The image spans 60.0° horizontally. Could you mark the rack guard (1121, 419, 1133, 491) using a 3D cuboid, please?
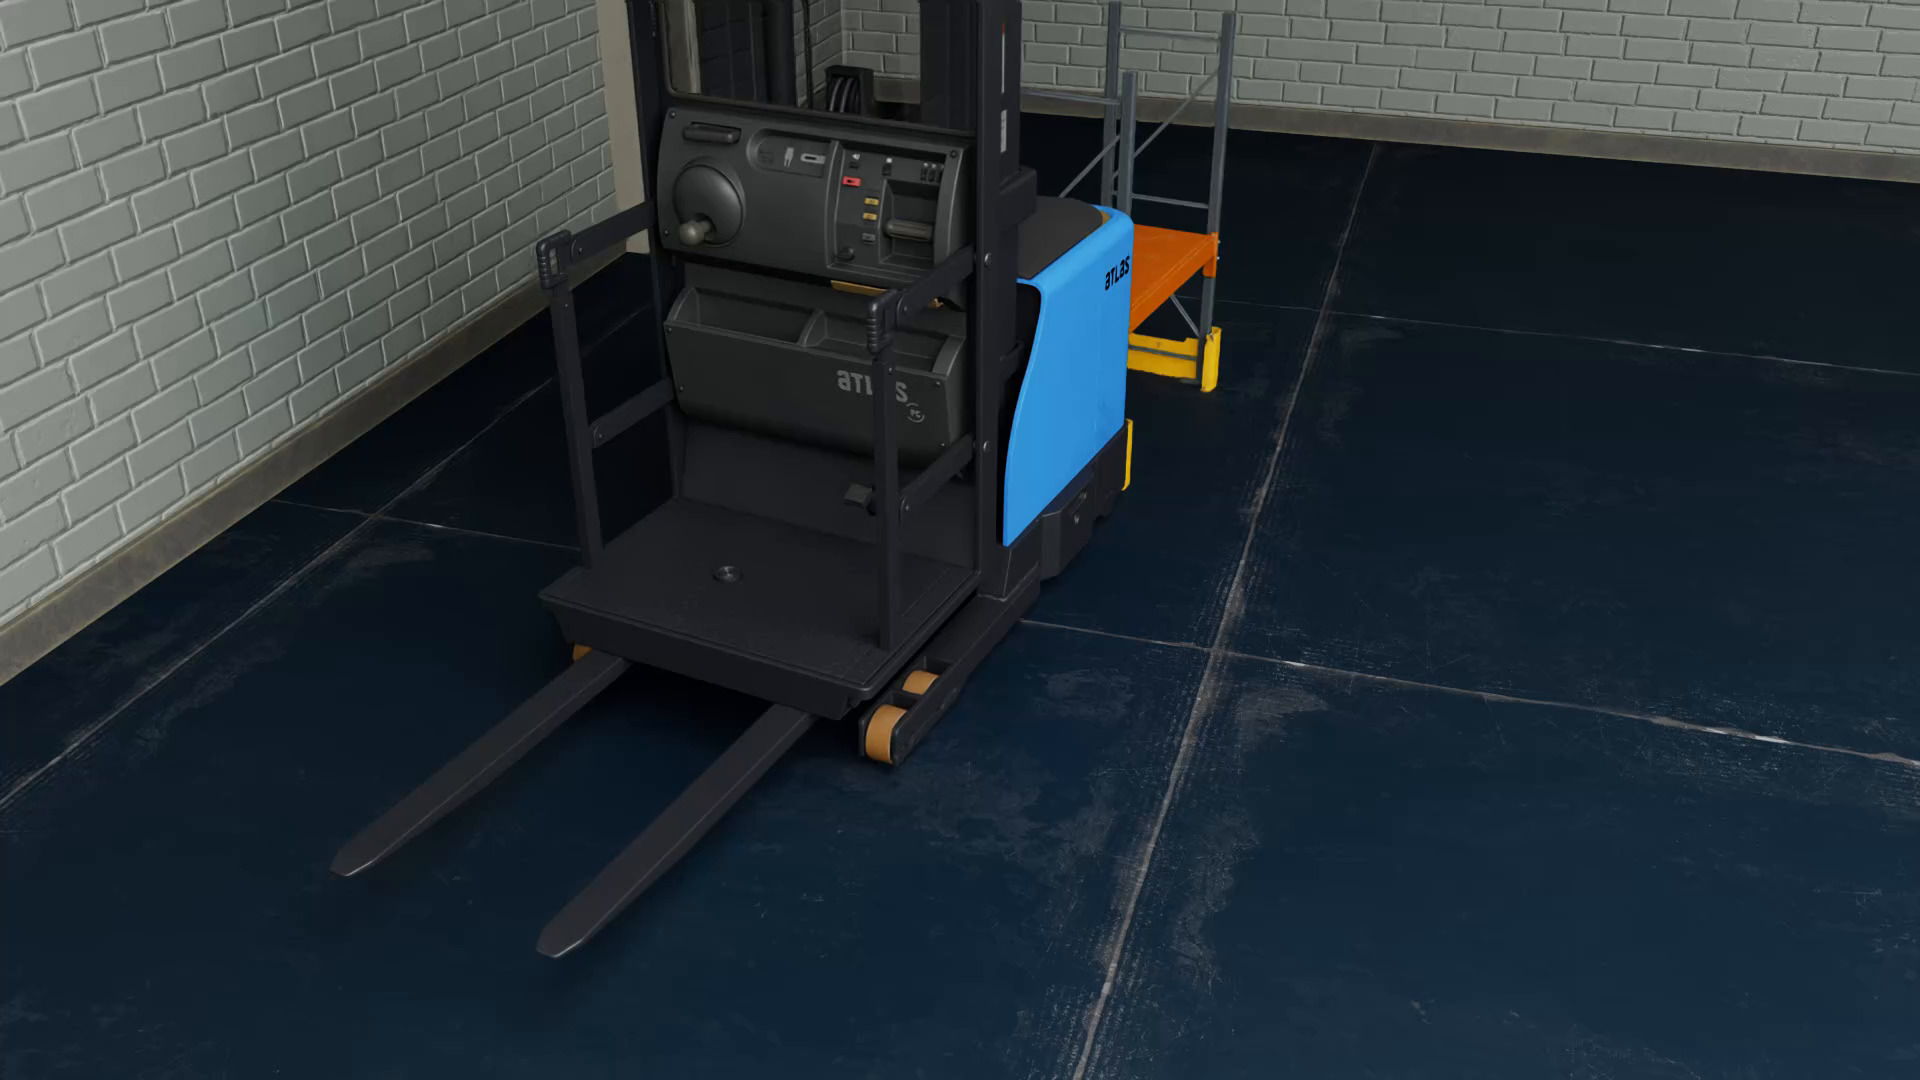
[{"bbox_3d":[0.349,-0.367,6.153,0.587,0.250,0.087,14,32,23],"label":"rack guard"}]

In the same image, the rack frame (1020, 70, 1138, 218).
[{"bbox_3d":[0.349,-0.913,5.848,0.500,1.500,0.032,14,32,23],"label":"rack frame"}]

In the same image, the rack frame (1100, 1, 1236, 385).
[{"bbox_3d":[0.799,-1.356,6.645,0.500,1.500,0.032,14,32,23],"label":"rack frame"}]

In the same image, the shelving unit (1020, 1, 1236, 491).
[{"bbox_3d":[0.570,-1.131,6.240,0.587,1.500,1.083,14,32,23],"label":"shelving unit"}]

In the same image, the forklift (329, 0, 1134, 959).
[{"bbox_3d":[-0.514,-0.901,4.354,1.130,2.935,3.031,14,32,23],"label":"forklift"}]

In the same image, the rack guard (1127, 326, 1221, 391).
[{"bbox_3d":[0.791,-0.801,6.933,0.587,0.250,0.087,14,32,23],"label":"rack guard"}]

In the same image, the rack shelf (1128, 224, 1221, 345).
[{"bbox_3d":[0.574,-0.977,6.334,0.538,0.185,1.000,14,32,23],"label":"rack shelf"}]

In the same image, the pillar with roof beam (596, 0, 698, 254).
[{"bbox_3d":[2.611,-4.843,5.199,9.100,9.000,0.400,8,30,15],"label":"pillar with roof beam"}]
